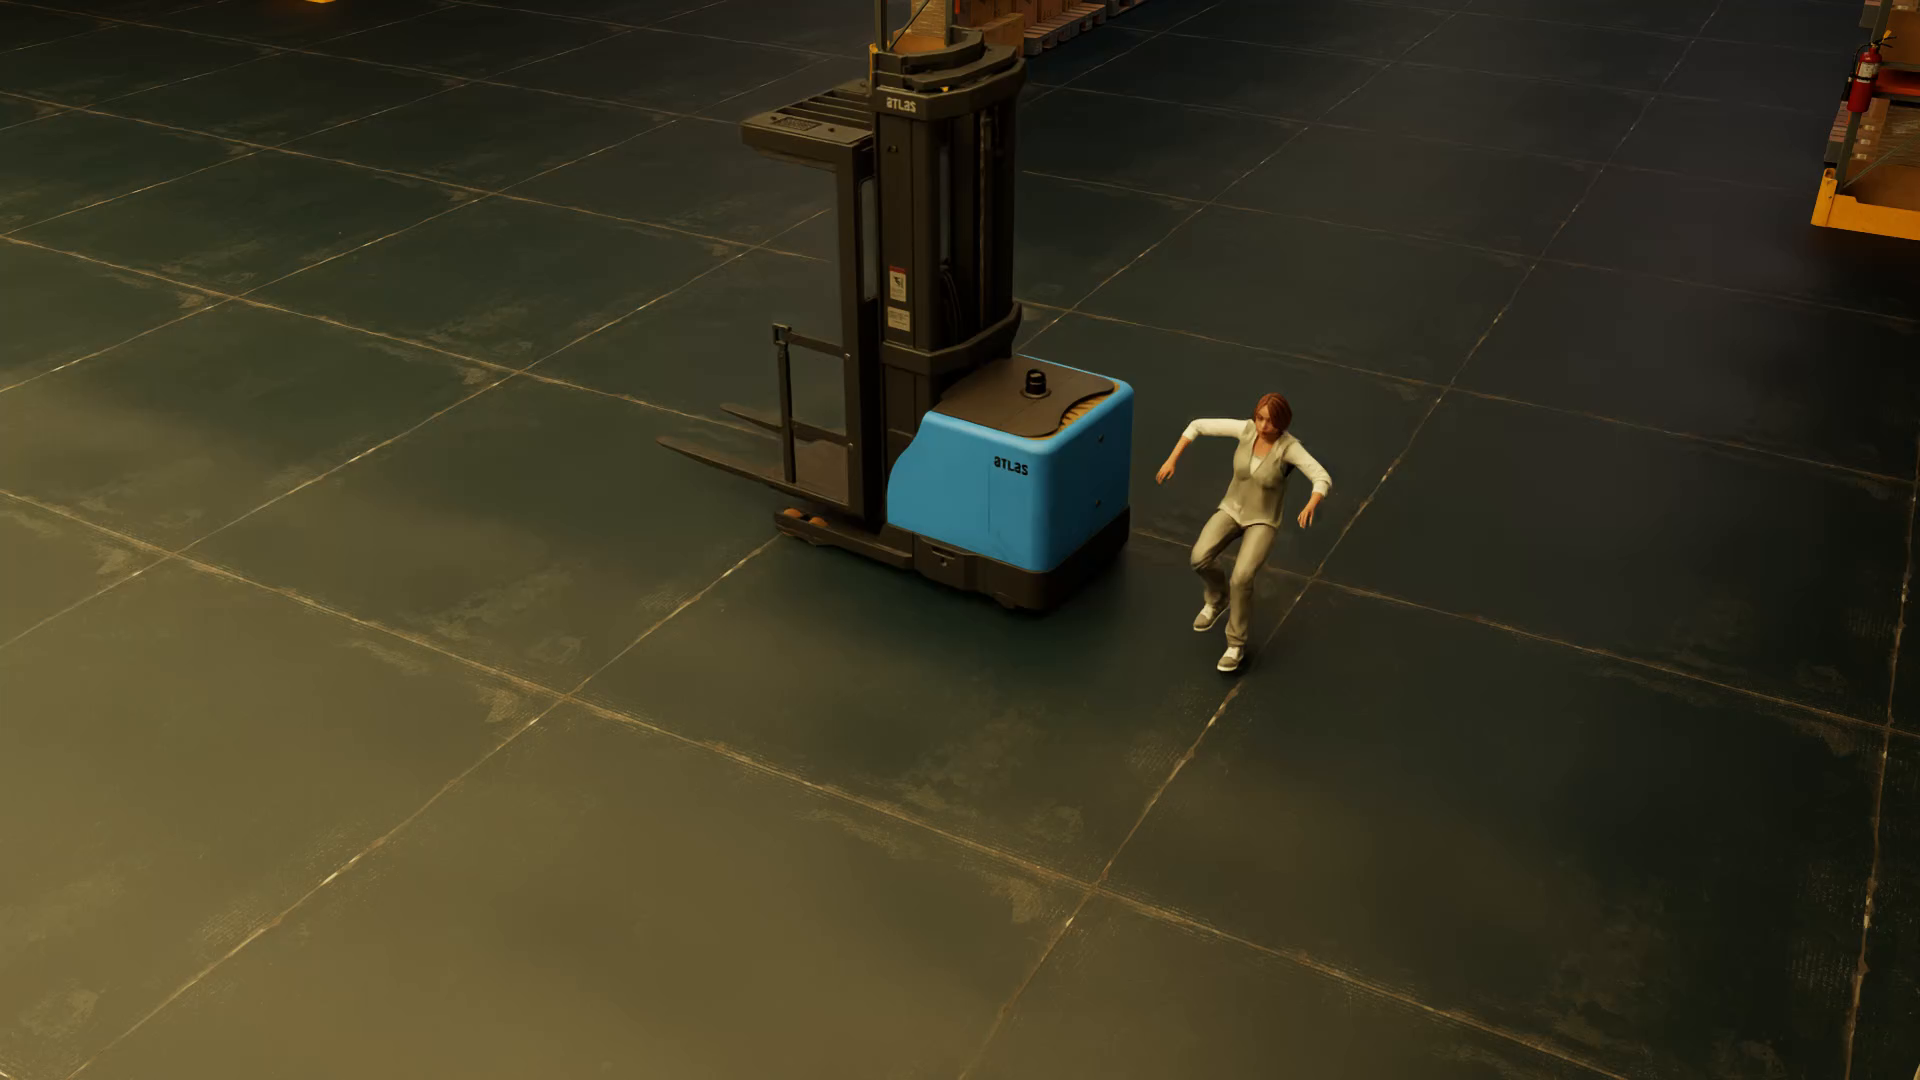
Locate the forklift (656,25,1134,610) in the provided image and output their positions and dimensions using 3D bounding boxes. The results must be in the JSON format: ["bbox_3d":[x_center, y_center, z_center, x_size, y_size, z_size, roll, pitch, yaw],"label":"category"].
[{"bbox_3d":[-0.512,-1.436,9.559,3.031,2.935,1.130,18,35,29],"label":"forklift"}]

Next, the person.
[{"bbox_3d":[1.440,-0.071,8.734,0.938,1.372,0.745,16,34,25],"label":"person"}]
